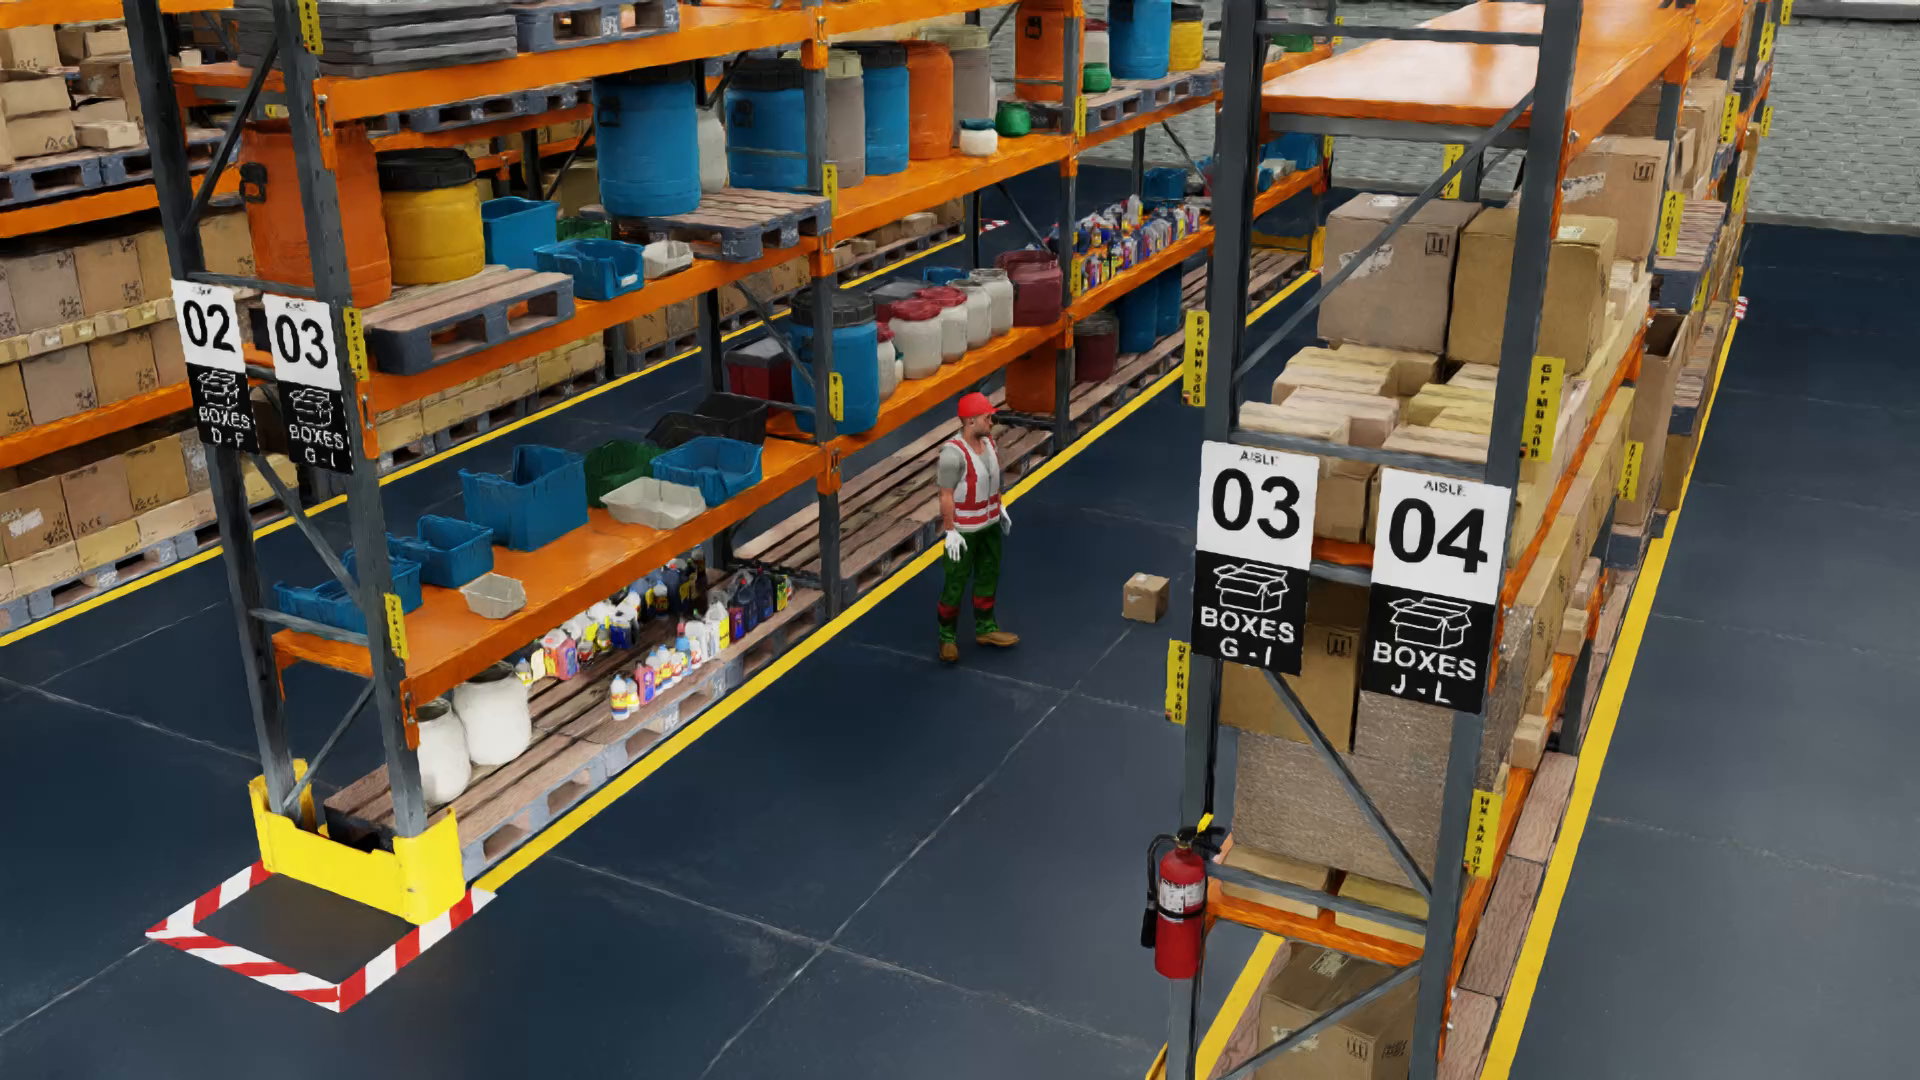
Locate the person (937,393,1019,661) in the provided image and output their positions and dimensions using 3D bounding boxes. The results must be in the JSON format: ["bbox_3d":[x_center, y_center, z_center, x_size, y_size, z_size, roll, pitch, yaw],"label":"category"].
[{"bbox_3d":[0.109,-0.104,10.902,0.420,1.792,0.622,19,29,38],"label":"person"}]
